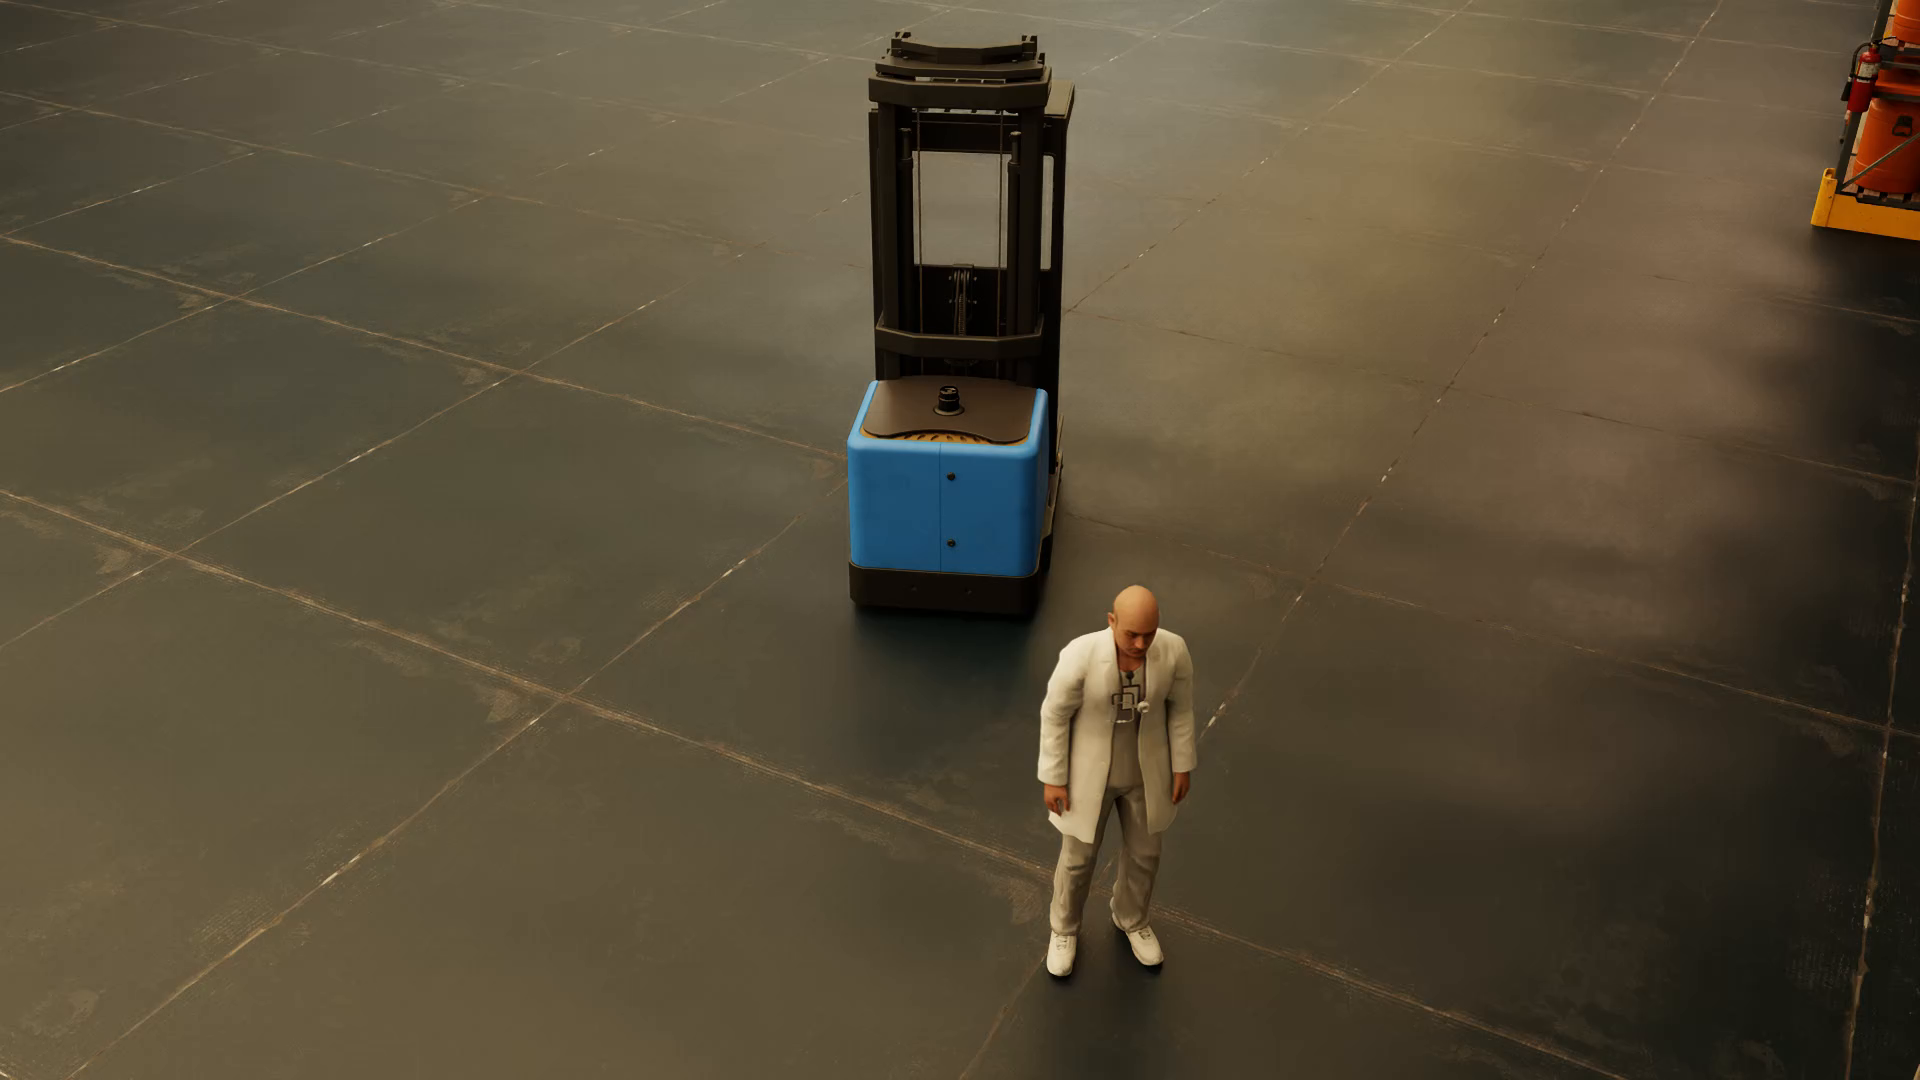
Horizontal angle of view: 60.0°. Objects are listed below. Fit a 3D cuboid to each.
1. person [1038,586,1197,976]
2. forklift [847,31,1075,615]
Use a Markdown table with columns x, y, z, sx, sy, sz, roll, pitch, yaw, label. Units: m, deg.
| x | y | z | sx | sy | sz | roll | pitch | yaw | label |
| --- | --- | --- | --- | --- | --- | --- | --- | --- | --- |
| 0.625 | 0.930 | 6.616 | 0.646 | 1.774 | 0.420 | -5 | 30 | -8 | person |
| 0.072 | -1.572 | 9.794 | 1.130 | 2.935 | 3.031 | 3 | 30 | 6 | forklift |
